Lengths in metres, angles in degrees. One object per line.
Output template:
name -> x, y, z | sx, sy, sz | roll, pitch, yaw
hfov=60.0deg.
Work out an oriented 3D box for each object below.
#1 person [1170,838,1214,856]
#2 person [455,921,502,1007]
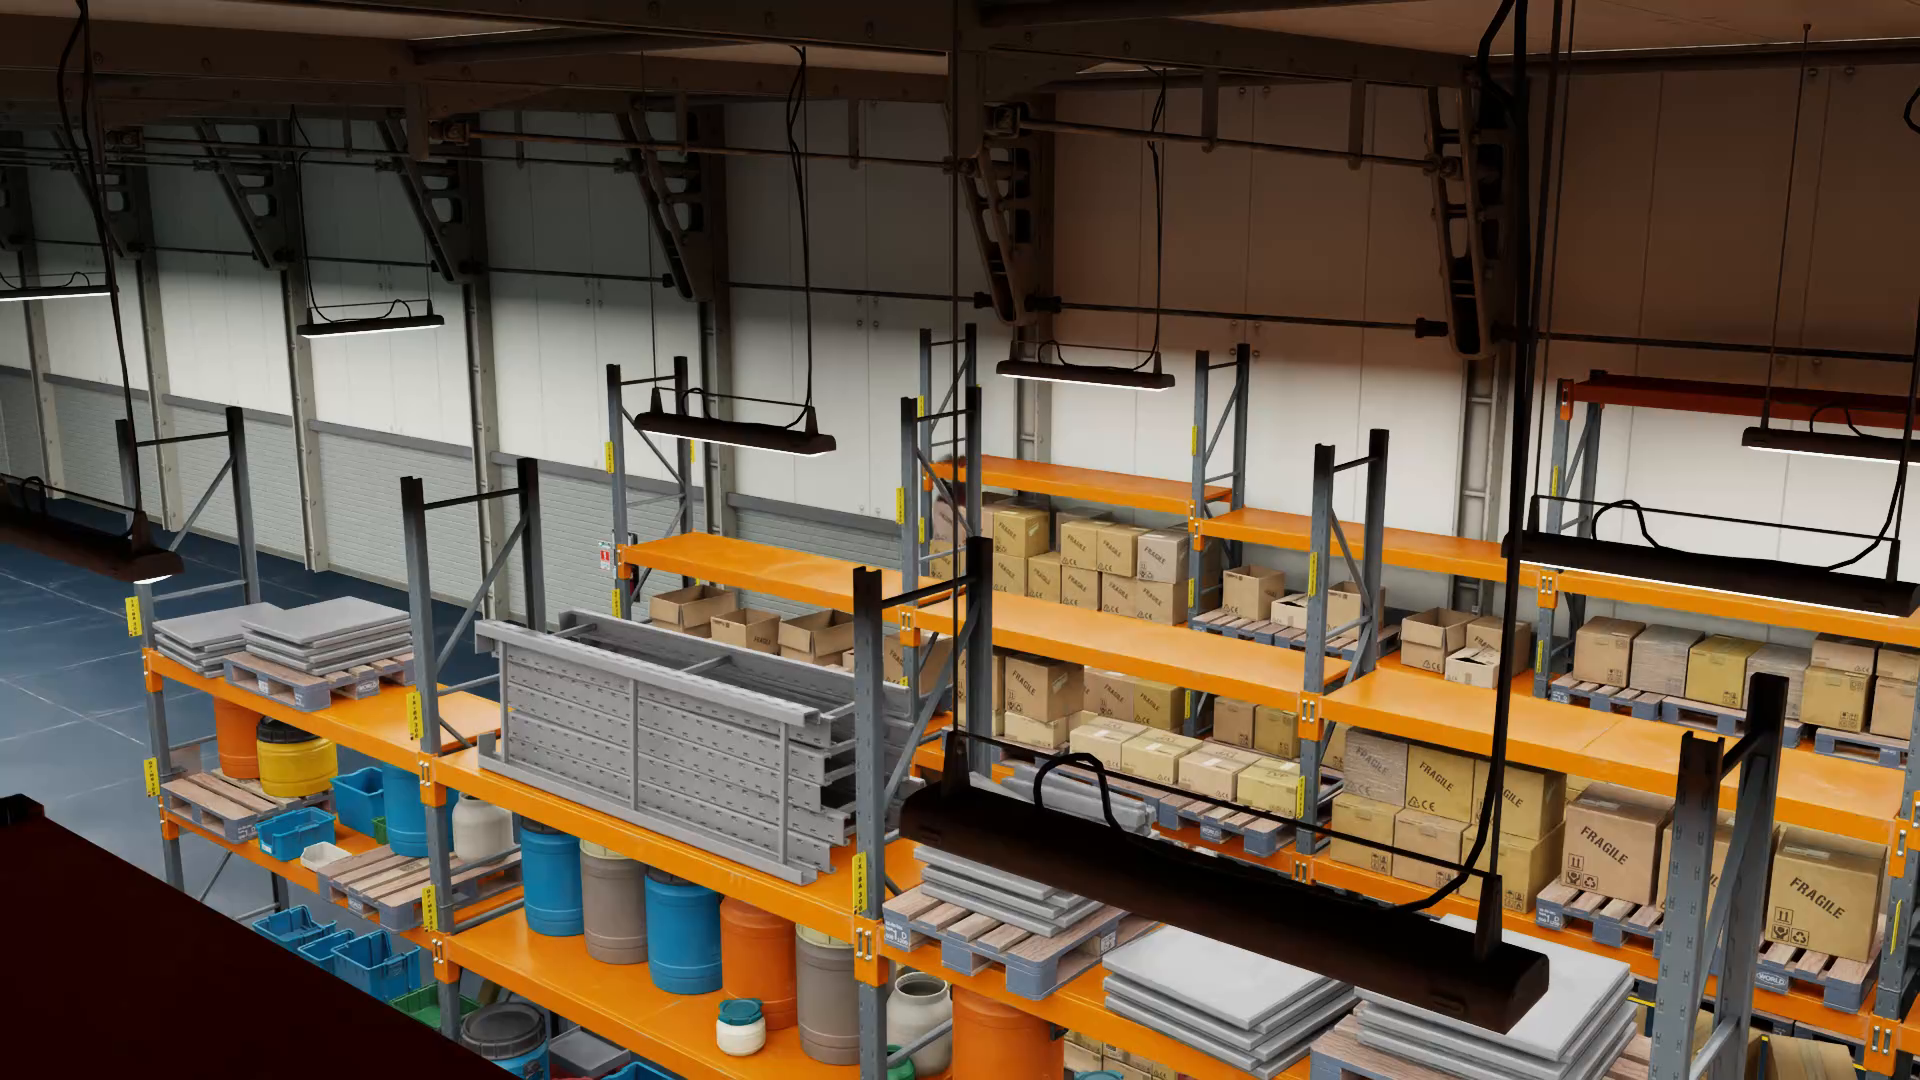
person -> 2.482, 3.382, 17.630 | 0.949, 1.614, 0.549 | 7, 14, 27
person -> -4.624, 3.821, 15.462 | 0.706, 1.685, 0.466 | 2, 13, 8
